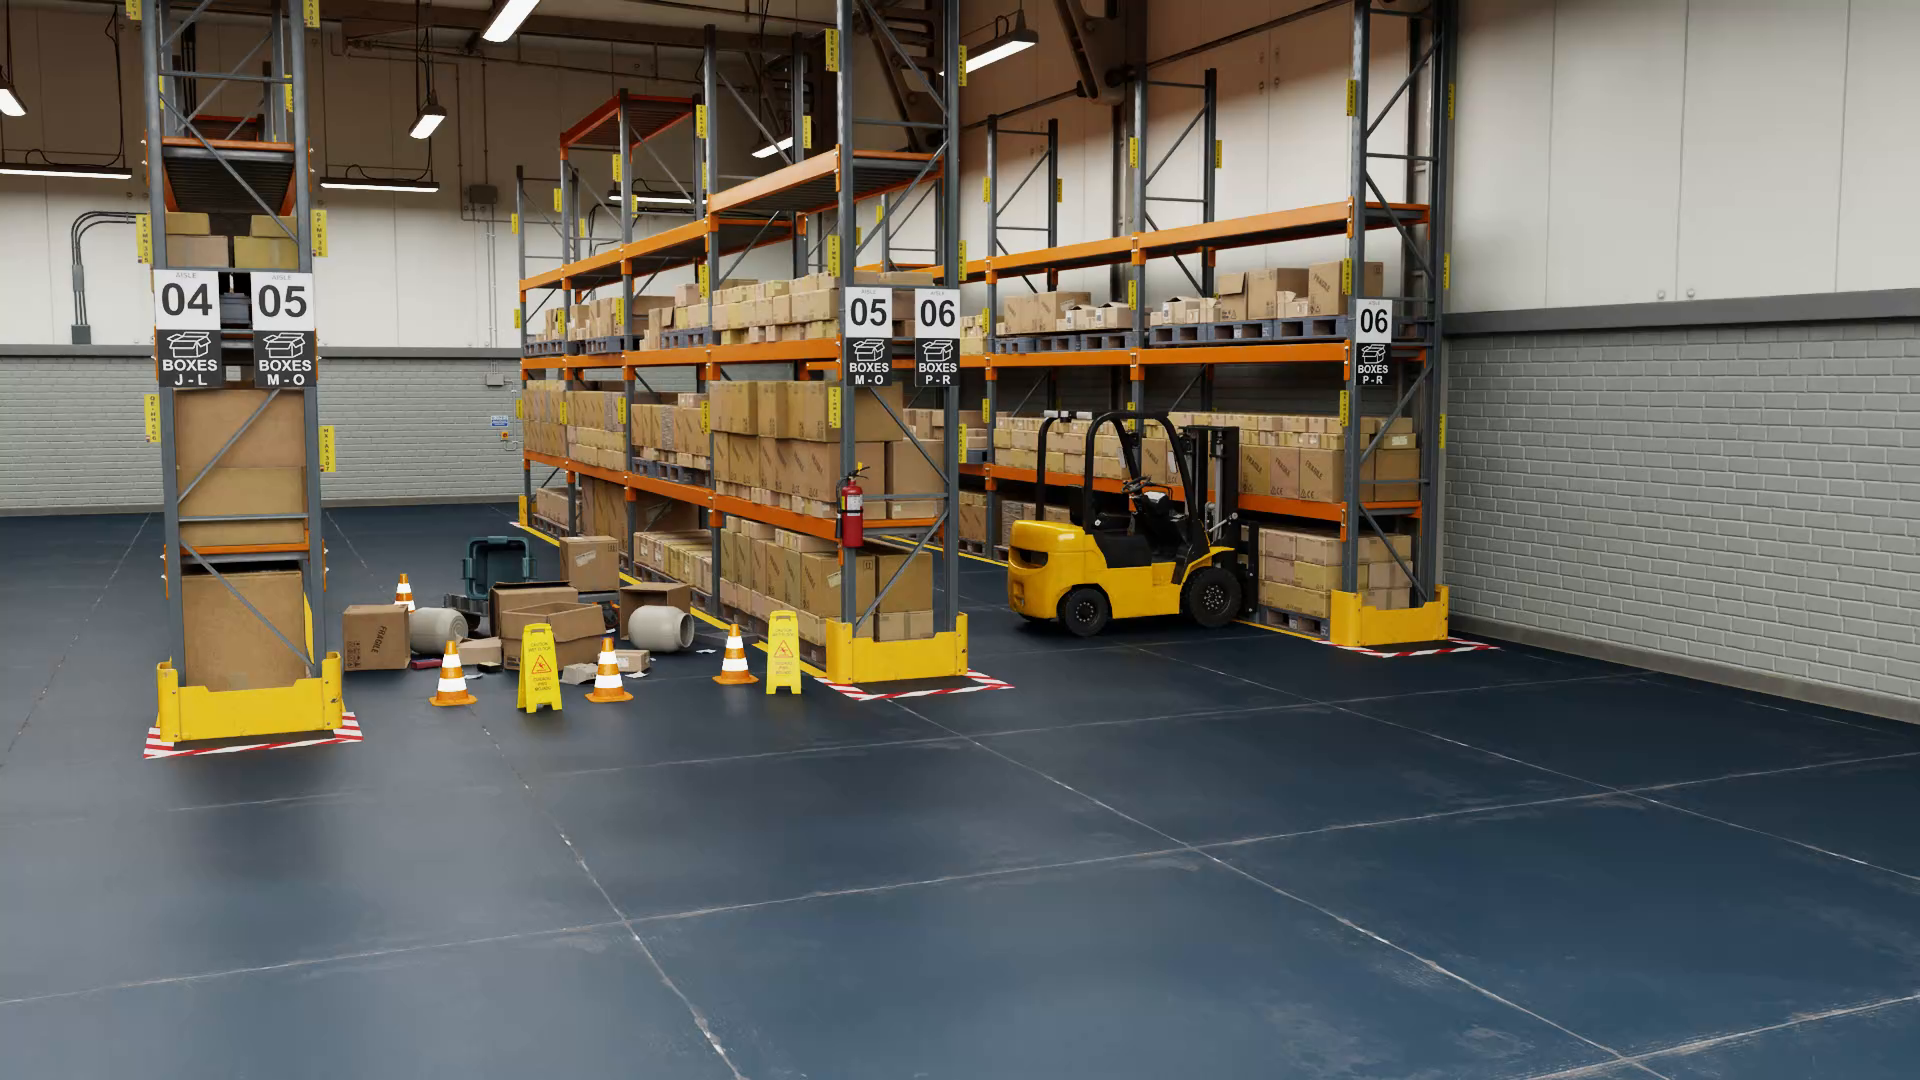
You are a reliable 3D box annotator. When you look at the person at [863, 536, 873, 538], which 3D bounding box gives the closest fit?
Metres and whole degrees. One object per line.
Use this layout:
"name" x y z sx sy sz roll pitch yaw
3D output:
"person" -1.194 -0.311 20.018 0.516 1.700 0.430 -2 6 -22
